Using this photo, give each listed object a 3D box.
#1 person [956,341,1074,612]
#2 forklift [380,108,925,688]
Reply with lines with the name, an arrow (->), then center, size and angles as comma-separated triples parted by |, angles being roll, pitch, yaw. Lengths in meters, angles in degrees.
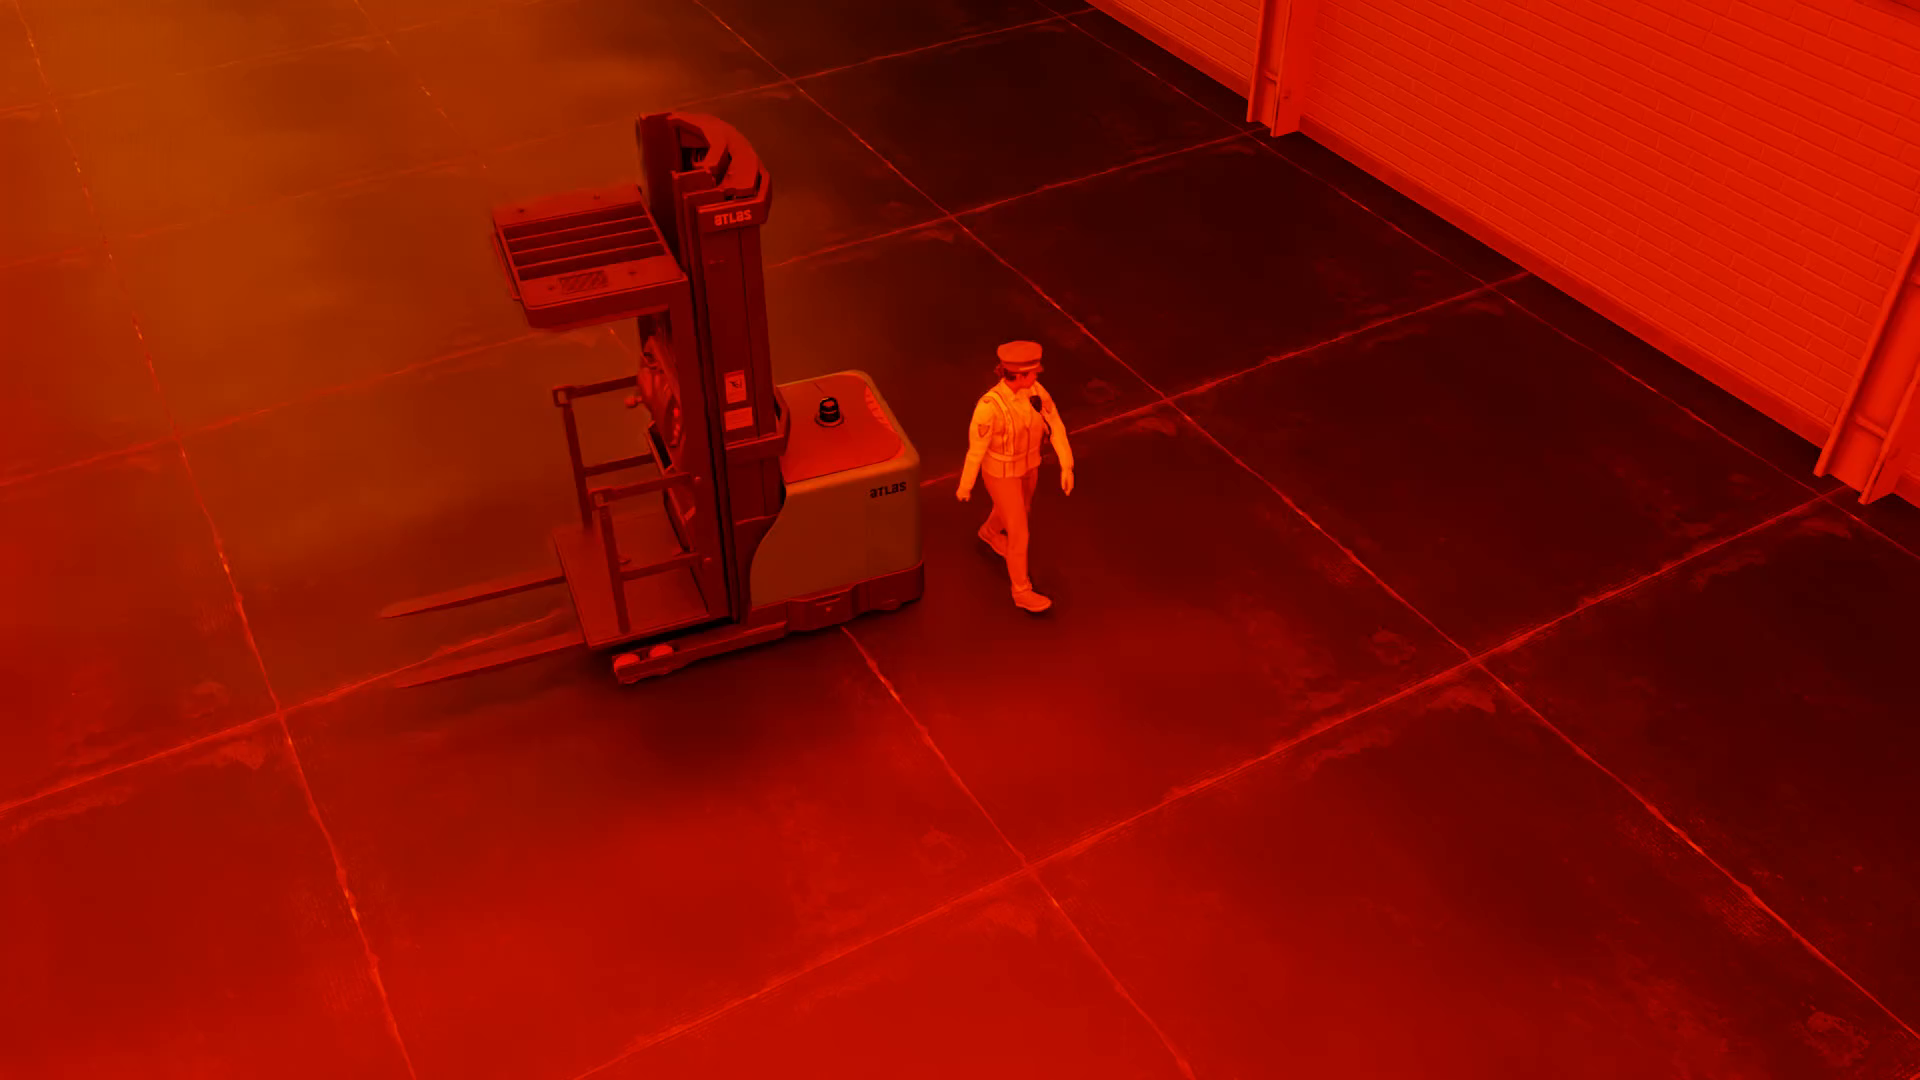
person -> 0.307, -0.373, 9.543 | 0.839, 1.603, 0.608 | 33, 50, 33
forklift -> -1.779, -0.706, 8.887 | 3.031, 2.935, 1.130 | -14, 42, -16
